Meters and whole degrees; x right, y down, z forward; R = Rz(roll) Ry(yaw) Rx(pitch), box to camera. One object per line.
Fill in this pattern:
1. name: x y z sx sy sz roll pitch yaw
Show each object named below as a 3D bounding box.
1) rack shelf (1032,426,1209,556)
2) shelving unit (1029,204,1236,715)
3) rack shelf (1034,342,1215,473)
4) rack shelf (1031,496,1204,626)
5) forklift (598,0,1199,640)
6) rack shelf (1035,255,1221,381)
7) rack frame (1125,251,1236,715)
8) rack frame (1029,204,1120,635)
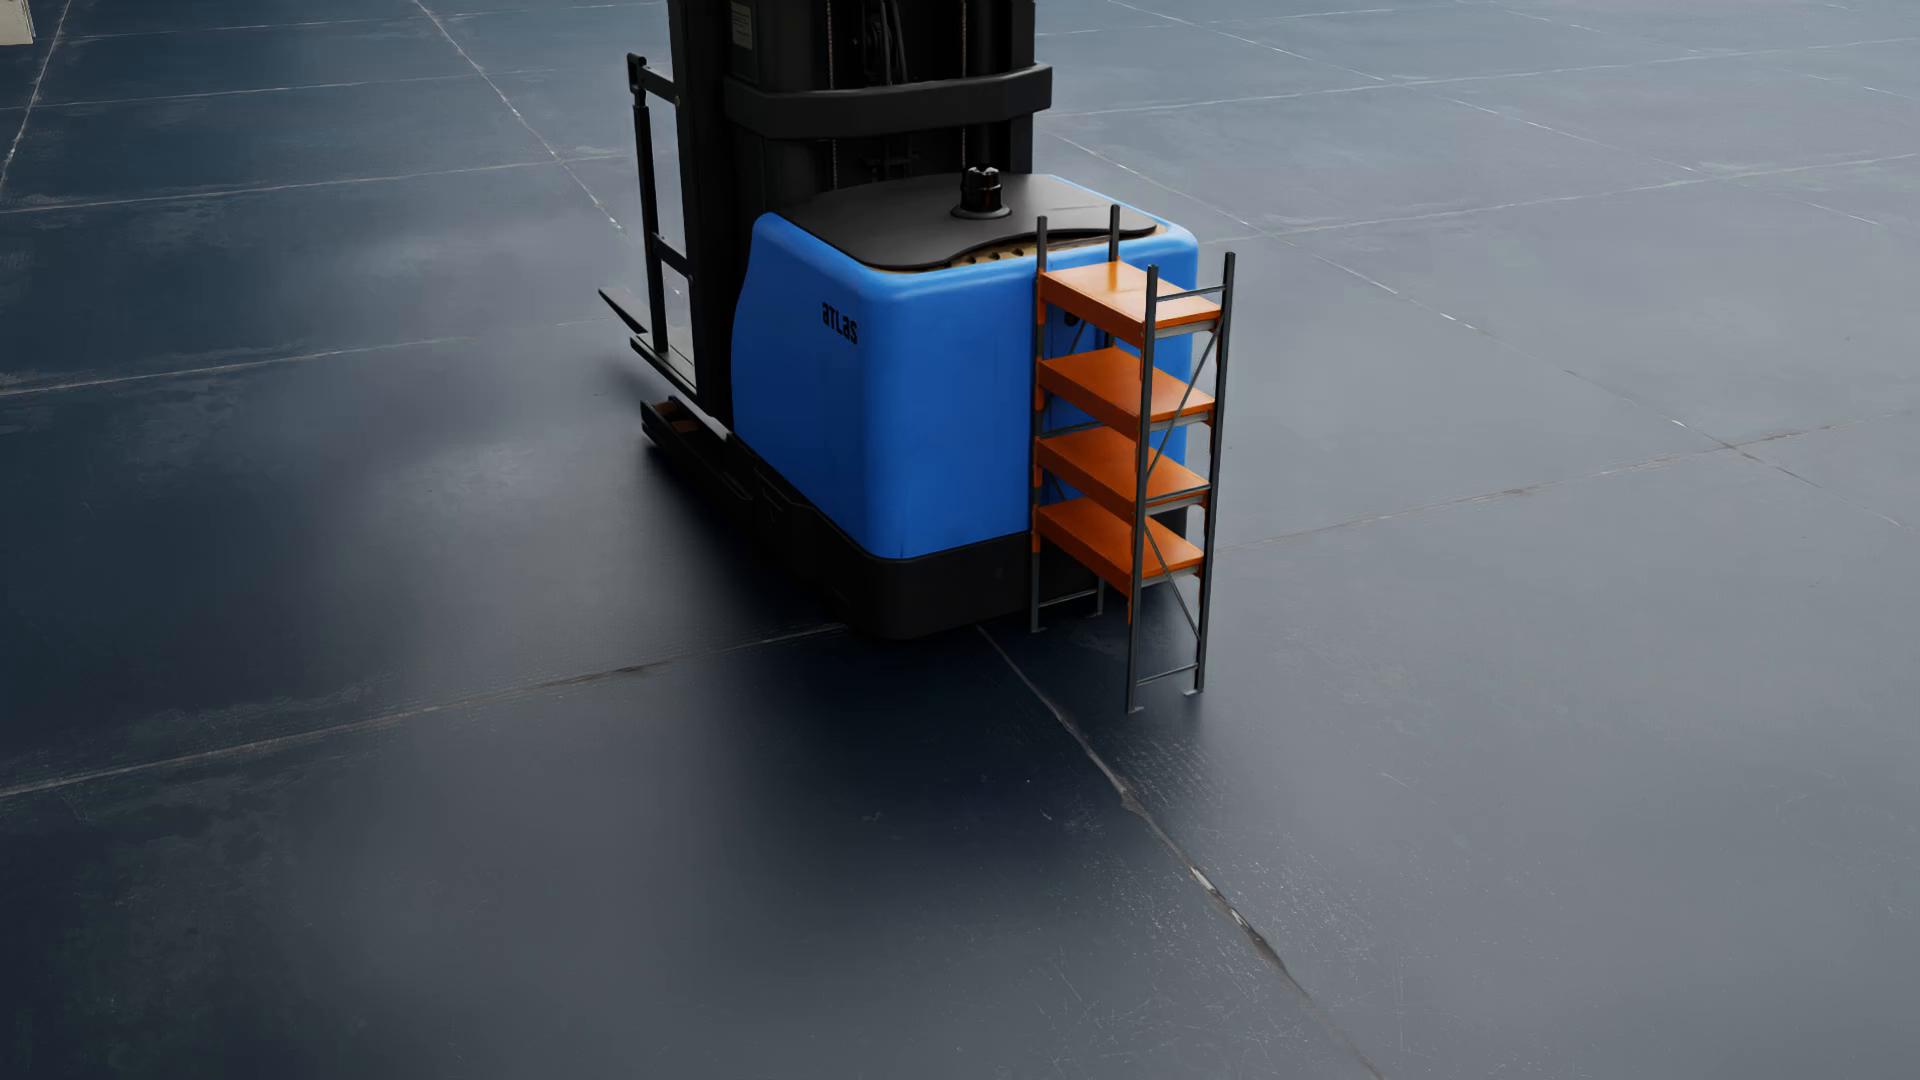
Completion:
1. rack shelf: 0.421 -0.145 4.333 0.258 0.148 0.480 -13 29 -26
2. shelving unit: 0.421 -0.206 4.304 0.258 1.200 0.503 -13 29 -26
3. rack shelf: 0.421 -0.346 4.235 0.258 0.148 0.480 -13 29 -26
4. rack shelf: 0.421 0.033 4.420 0.258 0.148 0.480 -13 29 -26
5. forklift: -0.478 -1.655 5.299 1.130 2.935 3.031 -13 29 -26
6. rack shelf: 0.421 -0.559 4.131 0.258 0.148 0.480 -13 29 -26
7. rack frame: 0.538 -0.112 4.111 0.240 1.200 0.015 -13 29 -26
8. rack frame: 0.304 -0.300 4.496 0.240 1.200 0.015 -13 29 -26
